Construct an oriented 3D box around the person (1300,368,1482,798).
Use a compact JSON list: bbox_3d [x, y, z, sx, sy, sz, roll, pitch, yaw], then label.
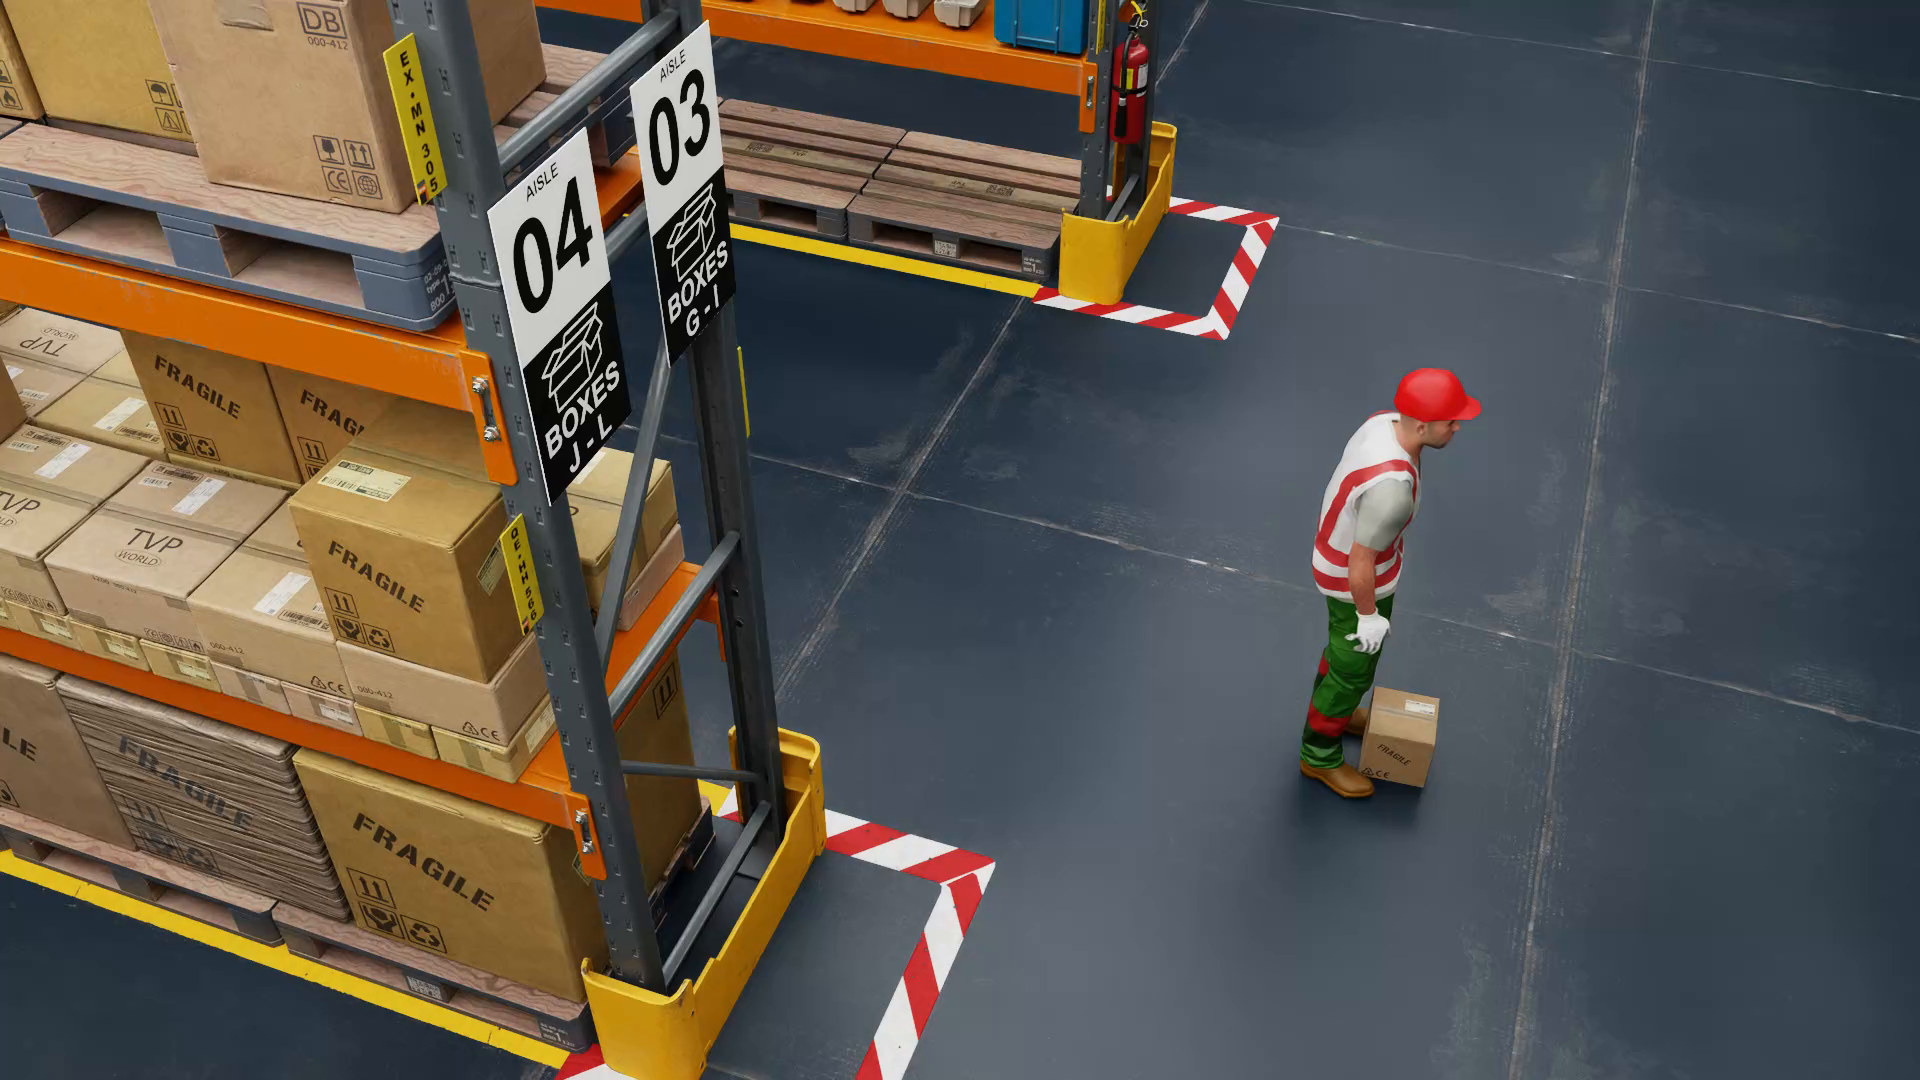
[{"bbox_3d":[1.490,0.128,6.001,0.453,1.778,0.615,11,42,12],"label":"person"}]
